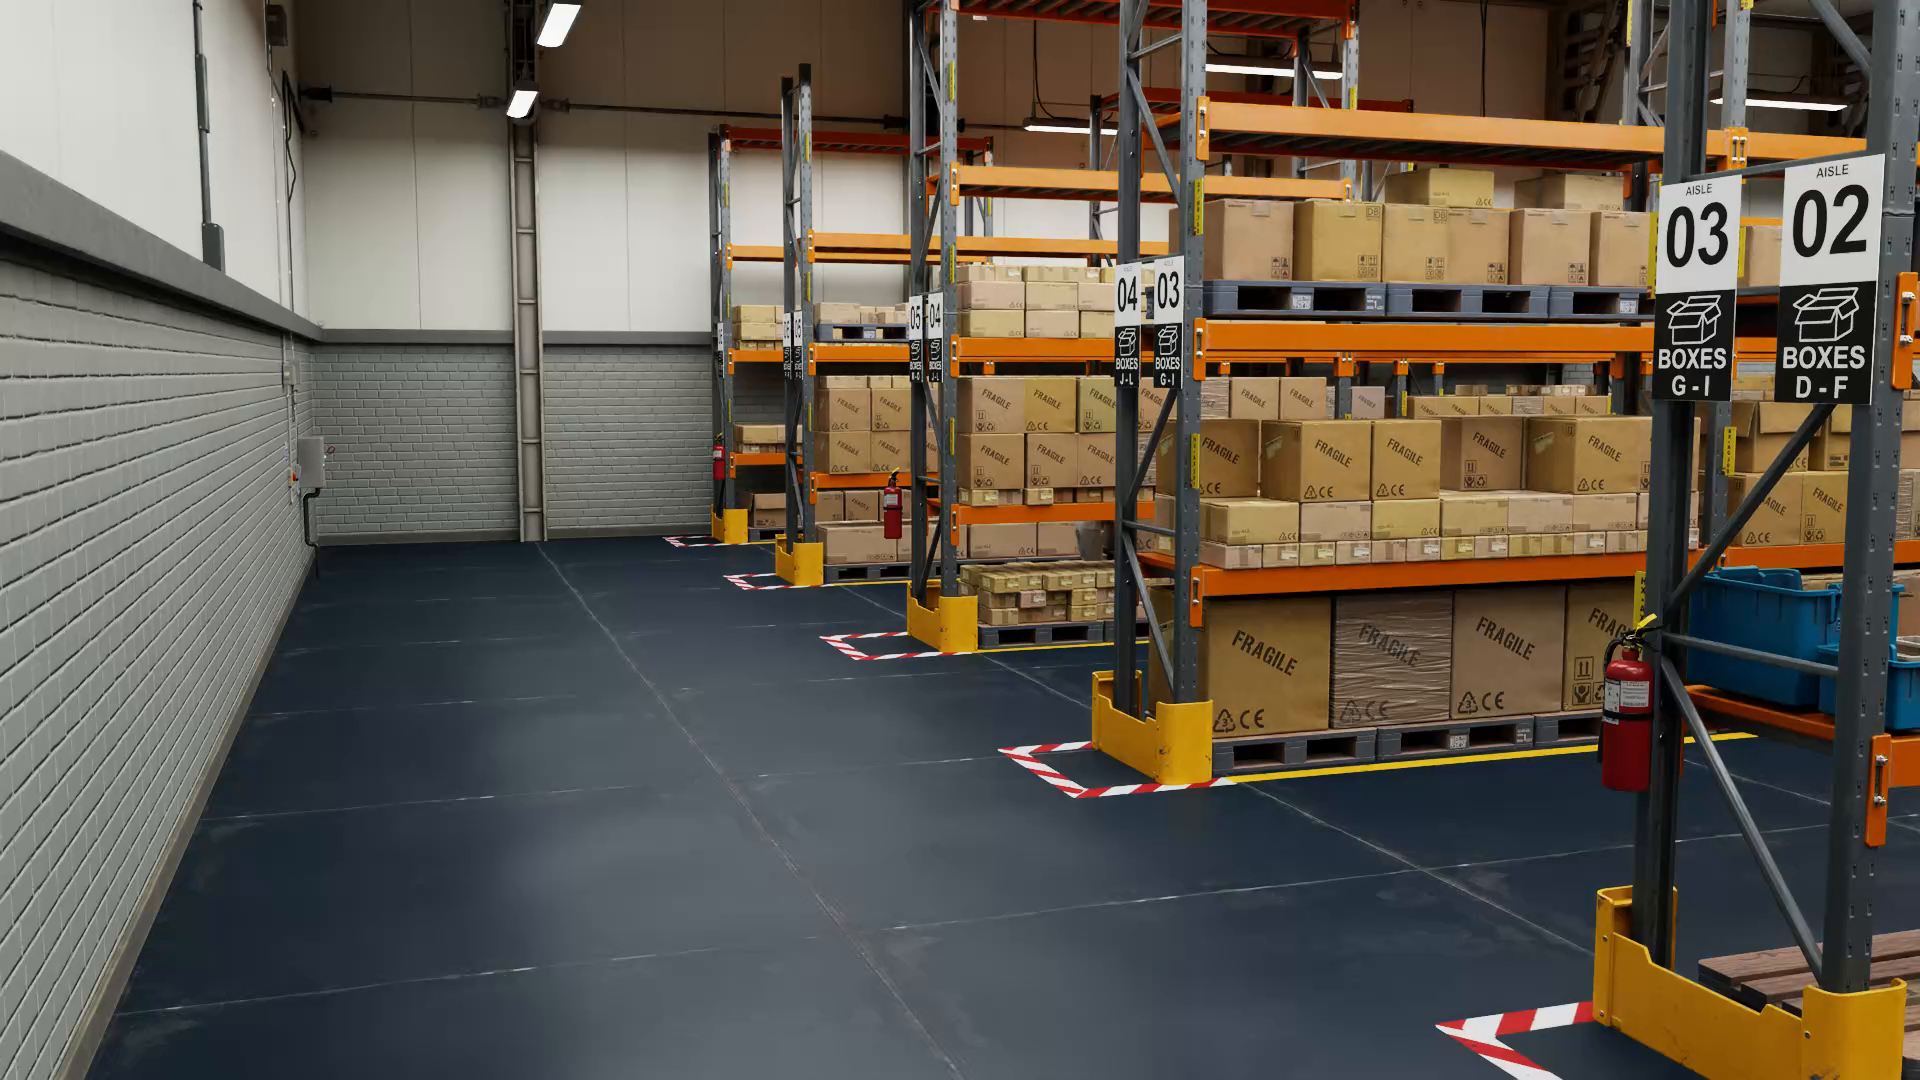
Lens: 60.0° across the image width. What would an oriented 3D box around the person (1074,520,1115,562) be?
[{"bbox_3d":[1.418,-0.091,17.467,0.558,1.663,0.439,-1,6,-13],"label":"person"}]
